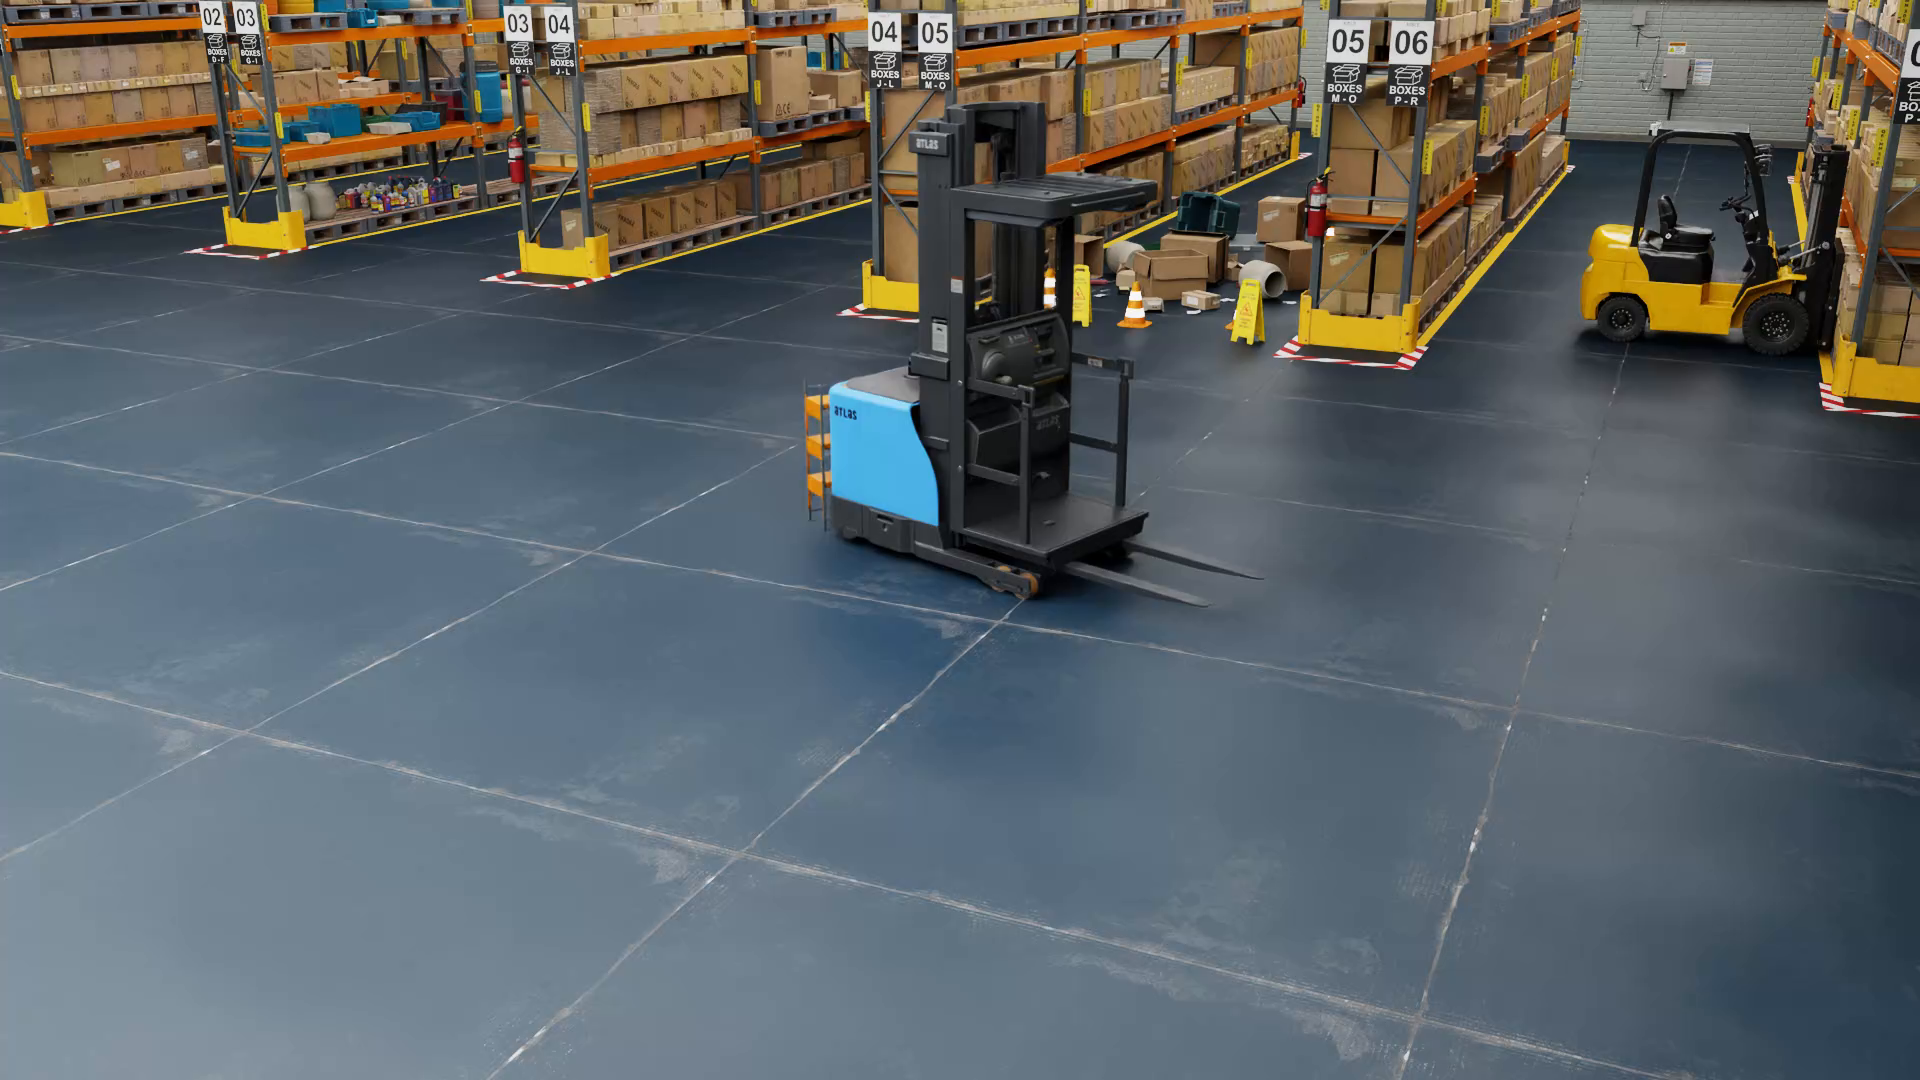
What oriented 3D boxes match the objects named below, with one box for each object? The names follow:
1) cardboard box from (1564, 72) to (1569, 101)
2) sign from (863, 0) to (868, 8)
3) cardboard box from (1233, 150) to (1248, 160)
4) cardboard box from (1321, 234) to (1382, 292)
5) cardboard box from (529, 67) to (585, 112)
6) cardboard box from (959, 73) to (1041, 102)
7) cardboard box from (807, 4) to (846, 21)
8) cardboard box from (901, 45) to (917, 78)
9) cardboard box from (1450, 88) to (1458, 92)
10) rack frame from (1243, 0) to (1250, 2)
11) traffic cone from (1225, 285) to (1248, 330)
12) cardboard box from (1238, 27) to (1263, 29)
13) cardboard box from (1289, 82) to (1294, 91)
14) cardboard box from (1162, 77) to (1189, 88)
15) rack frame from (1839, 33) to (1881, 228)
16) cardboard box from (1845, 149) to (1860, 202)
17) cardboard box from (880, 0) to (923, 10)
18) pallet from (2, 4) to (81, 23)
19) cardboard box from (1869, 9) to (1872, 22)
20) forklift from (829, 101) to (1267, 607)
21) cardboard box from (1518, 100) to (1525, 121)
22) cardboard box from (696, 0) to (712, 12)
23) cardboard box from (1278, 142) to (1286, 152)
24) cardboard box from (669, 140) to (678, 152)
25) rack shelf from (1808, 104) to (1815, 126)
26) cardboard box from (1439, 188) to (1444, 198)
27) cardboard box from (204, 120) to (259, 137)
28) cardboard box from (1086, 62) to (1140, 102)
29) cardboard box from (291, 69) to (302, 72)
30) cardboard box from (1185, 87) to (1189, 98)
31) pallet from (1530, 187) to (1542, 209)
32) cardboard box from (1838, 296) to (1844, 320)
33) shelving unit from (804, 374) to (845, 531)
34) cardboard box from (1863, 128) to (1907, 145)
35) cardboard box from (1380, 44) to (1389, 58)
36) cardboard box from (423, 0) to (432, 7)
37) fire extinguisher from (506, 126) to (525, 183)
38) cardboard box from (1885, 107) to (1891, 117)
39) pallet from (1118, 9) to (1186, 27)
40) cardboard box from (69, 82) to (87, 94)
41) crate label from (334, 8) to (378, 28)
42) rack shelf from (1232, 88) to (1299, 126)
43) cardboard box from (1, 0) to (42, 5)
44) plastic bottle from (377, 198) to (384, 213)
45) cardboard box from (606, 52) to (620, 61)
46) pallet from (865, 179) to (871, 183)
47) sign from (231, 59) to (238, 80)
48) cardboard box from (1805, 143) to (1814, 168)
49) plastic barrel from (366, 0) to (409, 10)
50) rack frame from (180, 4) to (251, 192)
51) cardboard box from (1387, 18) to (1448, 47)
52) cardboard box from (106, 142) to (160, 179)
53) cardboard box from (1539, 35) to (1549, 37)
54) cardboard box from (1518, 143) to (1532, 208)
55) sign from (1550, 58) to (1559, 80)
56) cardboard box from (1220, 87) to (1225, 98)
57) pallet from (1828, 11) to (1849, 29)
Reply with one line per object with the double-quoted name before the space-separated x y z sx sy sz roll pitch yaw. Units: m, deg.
"cardboard box" 10.425 -7.997 29.329 0.500 0.500 0.500 8 21 22
"sign" -0.998 -5.914 17.942 0.100 0.325 0.005 9 21 23
"cardboard box" 4.845 -6.772 29.219 0.380 0.149 0.250 10 22 25
"cardboard box" 4.138 -2.930 17.589 0.500 0.500 0.500 9 21 23
"cardboard box" -4.993 -5.614 20.693 0.500 0.500 0.500 9 21 23
"cardboard box" 0.481 -5.406 20.358 0.875 0.550 0.550 9 21 23
"cardboard box" -2.087 -8.056 25.392 0.500 0.250 0.500 9 22 24
"cardboard box" -1.133 -8.139 28.232 0.797 0.503 0.637 9 22 24
"cardboard box" 6.085 -5.483 21.190 0.500 0.500 0.500 9 22 25
"rack frame" 4.405 -10.537 27.668 1.000 3.000 0.127 9 21 23
"traffic cone" 3.048 -2.507 17.828 0.336 0.463 0.334 9 21 23
"cardboard box" 5.416 -9.336 31.158 0.500 0.500 0.500 9 22 24
"cardboard box" 6.167 -8.677 31.764 0.380 0.149 0.250 9 21 23
"cardboard box" 3.345 -7.119 25.871 0.380 0.149 0.250 8 21 22
"rack frame" 10.216 -3.937 18.062 1.000 3.000 0.127 9 21 23
"cardboard box" 9.796 -3.884 17.764 0.500 0.500 0.500 8 21 21
"cardboard box" -0.564 -5.958 18.272 0.500 0.250 0.500 9 21 23
"pallet" -13.716 -7.698 24.294 1.003 0.211 1.213 9 21 23
"cardboard box" 10.390 -5.854 18.577 0.380 0.149 0.250 8 21 23
"forklift" 0.534 -1.204 10.480 3.031 2.935 1.130 17 26 39
"cardboard box" 7.757 -6.125 23.694 0.500 0.250 0.500 8 21 22
"cardboard box" -3.530 -7.122 22.171 0.380 0.149 0.250 8 21 21
"cardboard box" 6.005 -7.506 31.726 0.380 0.149 0.250 9 22 24
"cardboard box" -3.974 -5.230 22.072 0.380 0.149 0.250 9 21 23
"rack shelf" 14.311 -6.655 26.778 1.077 0.370 4.000 9 21 23
"cardboard box" 5.059 -3.821 18.110 0.380 0.149 0.250 8 21 21
"cardboard box" -14.853 -8.630 33.840 0.750 0.750 0.750 8 21 22
"cardboard box" 2.160 -6.558 23.792 0.700 0.500 0.500 8 21 22
"cardboard box" -14.076 -9.827 34.971 0.380 0.149 0.250 8 21 21
"cardboard box" 3.364 -6.993 25.959 0.380 0.149 0.250 8 21 21
"pallet" 8.715 -5.502 26.625 1.003 0.211 1.213 9 21 23
"cardboard box" 8.708 -2.195 15.896 0.500 0.250 0.500 8 21 22
"shelving unit" -0.928 -0.611 11.619 0.215 1.050 0.252 -11 22 -29
"cardboard box" 9.495 -4.137 17.063 0.380 0.149 0.250 9 22 24
"cardboard box" 4.151 -4.993 16.931 0.380 0.149 0.250 9 22 24
"cardboard box" -10.396 -10.314 31.368 0.910 0.500 0.500 9 21 23
"fire extinguisher" -5.460 -4.745 20.451 0.296 0.674 0.183 9 21 23
"cardboard box" 11.906 -5.385 21.017 0.380 0.149 0.250 9 22 24
"pallet" 2.552 -7.608 24.190 1.213 0.211 1.003 10 22 25
"cardboard box" -13.357 -6.791 24.971 0.380 0.149 0.250 8 21 22
"crate label" -8.443 -7.303 23.274 0.502 0.251 0.408 9 21 23
"rack shelf" 5.224 -7.983 30.513 1.077 0.370 4.000 9 21 23
"cardboard box" -13.790 -8.015 24.063 0.797 0.503 0.637 10 22 26
"plastic bottle" -8.442 -4.865 24.192 0.097 0.201 0.097 0 20 0
"cardboard box" -7.831 -10.567 36.557 0.500 0.500 0.500 9 21 23
"pallet" -1.325 -6.116 28.351 1.003 0.211 1.213 9 21 23
"sign" -11.884 -7.706 27.251 0.100 0.325 0.005 9 21 23
"cardboard box" 14.793 -6.453 28.235 0.797 0.503 0.637 8 21 21
"plastic barrel" -8.379 -8.214 24.237 0.600 0.901 0.708 9 21 23
"rack frame" -12.391 -7.337 27.622 1.000 3.000 0.127 9 21 23
"cardboard box" 4.497 -4.994 16.337 0.500 0.250 0.500 8 21 22
"cardboard box" -12.990 -5.961 26.112 0.500 0.500 0.500 9 21 23
"cardboard box" 10.039 -8.496 28.273 0.380 0.149 0.250 9 22 24
"cardboard box" 8.052 -5.508 25.024 0.875 0.875 0.875 9 21 23
"sign" 9.461 -7.499 26.469 0.100 0.325 0.005 9 21 23
"cardboard box" 4.213 -7.486 27.790 0.380 0.149 0.250 8 21 23
"pallet" 12.739 -7.200 23.041 1.213 0.211 1.003 9 21 23
